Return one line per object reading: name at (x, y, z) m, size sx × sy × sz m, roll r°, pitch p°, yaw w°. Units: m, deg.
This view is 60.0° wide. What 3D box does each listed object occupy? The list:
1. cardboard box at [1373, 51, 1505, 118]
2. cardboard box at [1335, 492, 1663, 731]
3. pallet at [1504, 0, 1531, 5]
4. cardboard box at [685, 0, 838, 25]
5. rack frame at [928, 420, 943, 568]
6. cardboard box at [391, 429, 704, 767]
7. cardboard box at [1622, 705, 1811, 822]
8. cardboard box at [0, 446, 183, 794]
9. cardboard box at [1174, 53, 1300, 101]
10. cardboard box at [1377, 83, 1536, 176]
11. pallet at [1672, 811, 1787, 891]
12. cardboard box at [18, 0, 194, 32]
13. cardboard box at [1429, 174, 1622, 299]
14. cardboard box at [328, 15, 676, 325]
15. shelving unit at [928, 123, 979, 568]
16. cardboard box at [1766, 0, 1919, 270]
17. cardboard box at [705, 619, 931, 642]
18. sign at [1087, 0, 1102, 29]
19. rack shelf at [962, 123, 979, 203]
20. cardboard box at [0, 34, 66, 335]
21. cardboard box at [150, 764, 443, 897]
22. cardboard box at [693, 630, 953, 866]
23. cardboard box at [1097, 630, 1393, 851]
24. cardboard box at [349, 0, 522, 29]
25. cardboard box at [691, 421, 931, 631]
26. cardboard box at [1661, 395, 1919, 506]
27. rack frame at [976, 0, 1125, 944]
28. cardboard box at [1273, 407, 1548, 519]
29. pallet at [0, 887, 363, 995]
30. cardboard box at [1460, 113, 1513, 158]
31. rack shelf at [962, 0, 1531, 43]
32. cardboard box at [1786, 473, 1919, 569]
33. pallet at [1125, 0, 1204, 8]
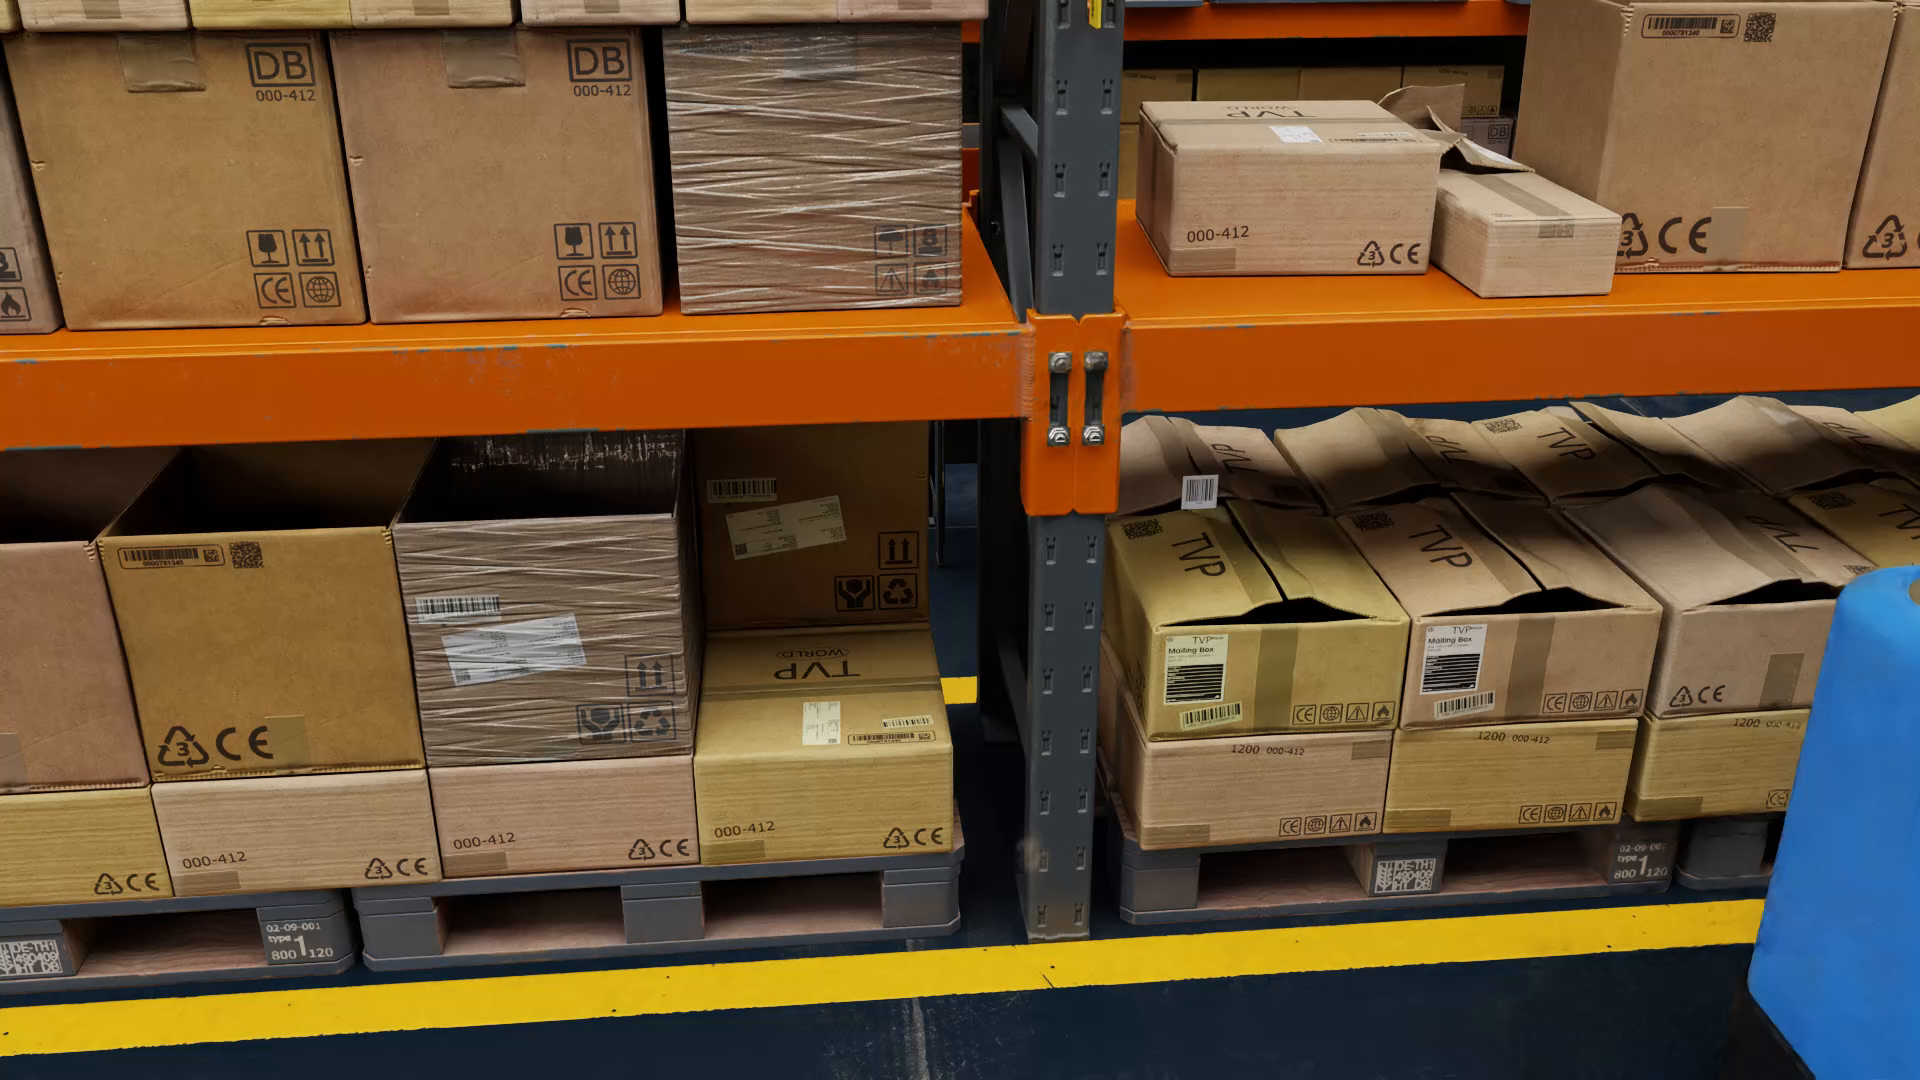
cardboard box at (2.359, -2.266, 8.268) m, size 0.500 × 0.250 × 0.500 m, roll -2°, pitch 24°, yaw -4°
cardboard box at (1.088, 0.125, 3.455) m, size 0.500 × 0.311 × 0.500 m, roll -3°, pitch 24°, yaw -6°
pallet at (2.945, -2.753, 7.986) m, size 1.003 × 0.211 × 1.213 m, roll -2°, pitch 24°, yaw -5°
cardboard box at (-0.342, -0.986, 2.853) m, size 0.250 × 0.149 × 0.380 m, roll -3°, pitch 24°, yaw -6°
rack frame at (-0.078, -0.956, 4.816) m, size 0.015 × 2.100 × 0.400 m, roll -2°, pitch 24°, yaw -5°
cardboard box at (-0.785, 0.094, 3.291) m, size 0.500 × 0.500 × 0.500 m, roll -2°, pitch 24°, yaw -5°
cardboard box at (1.604, 0.357, 3.622) m, size 0.500 × 0.250 × 0.500 m, roll -3°, pitch 24°, yaw -7°
cardboard box at (-1.778, 0.141, 3.184) m, size 0.500 × 0.500 × 0.500 m, roll -2°, pitch 24°, yaw -5°
cardboard box at (1.349, -2.231, 8.189) m, size 0.500 × 0.250 × 0.500 m, roll -3°, pitch 24°, yaw -7°
cardboard box at (1.011, -0.798, 3.518) m, size 0.258 × 0.266 × 0.396 m, roll -3°, pitch 24°, yaw -6°
pallet at (2.100, 0.429, 4.025) m, size 1.213 × 0.211 × 1.003 m, roll -2°, pitch 24°, yaw -5°
cardboard box at (-1.359, -0.945, 2.761) m, size 0.250 × 0.149 × 0.380 m, roll -2°, pitch 24°, yaw -4°
cardboard box at (1.056, -0.588, 3.189) m, size 0.250 × 0.149 × 0.380 m, roll -2°, pitch 24°, yaw -5°
cardboard box at (-0.811, -0.752, 3.125) m, size 0.500 × 0.500 × 0.700 m, roll -3°, pitch 24°, yaw -6°
shelving unit at (0.165, -0.966, 4.838) m, size 0.503 × 2.100 × 0.431 m, roll -2°, pitch 24°, yaw -5°
cardboard box at (1.942, -0.861, 3.371) m, size 0.500 × 0.500 × 0.500 m, roll -2°, pitch 24°, yaw -5°
cardboard box at (-0.337, 0.210, 3.952) m, size 0.500 × 0.250 × 0.500 m, roll -2°, pitch 24°, yaw -5°
sign at (0.210, -0.958, 2.548) m, size 0.005 × 0.325 × 0.100 m, roll -2°, pitch 24°, yaw -5°
rack shelf at (0.165, -0.954, 4.844) m, size 0.480 × 0.518 × 0.431 m, roll -2°, pitch 24°, yaw -5°
cardboard box at (-1.821, -0.712, 3.037) m, size 0.500 × 0.500 × 0.700 m, roll -2°, pitch 24°, yaw -4°
cardboard box at (-1.281, 0.463, 3.383) m, size 0.500 × 0.250 × 0.500 m, roll -2°, pitch 24°, yaw -5°
cardboard box at (-0.286, 0.421, 3.477) m, size 0.500 × 0.250 × 0.500 m, roll -2°, pitch 24°, yaw -5°
cardboard box at (0.580, 0.399, 3.529) m, size 0.500 × 0.250 × 0.500 m, roll -3°, pitch 24°, yaw -6°
cardboard box at (-0.864, -0.963, 2.803) m, size 0.250 × 0.149 × 0.380 m, roll -2°, pitch 24°, yaw -5°
cardboard box at (-0.338, -0.136, 3.808) m, size 0.500 × 0.500 × 0.500 m, roll -2°, pitch 24°, yaw -5°
cardboard box at (2.043, -0.135, 4.038) m, size 0.500 × 0.311 × 0.500 m, roll -3°, pitch 24°, yaw -6°
rack frame at (0.154, -0.750, 3.245) m, size 0.127 × 3.000 × 1.000 m, roll -2°, pitch 24°, yaw -5°
cardboard box at (1.046, -0.097, 3.953) m, size 0.500 × 0.311 × 0.500 m, roll -2°, pitch 24°, yaw -4°
pallet at (-1.859, 0.589, 3.665) m, size 1.213 × 0.211 × 1.003 m, roll -2°, pitch 24°, yaw -5°
cardboard box at (2.408, -1.947, 8.474) m, size 0.500 × 0.500 × 0.700 m, roll -2°, pitch 24°, yaw -5°
rack shelf at (1.654, -2.503, 8.075) m, size 4.000 × 0.370 × 1.077 m, roll -2°, pitch 24°, yaw -5°
cardboard box at (2.119, 0.081, 3.554) m, size 0.500 × 0.311 × 0.500 m, roll -2°, pitch 24°, yaw -4°
pallet at (0.438, -2.636, 7.724) m, size 1.213 × 0.211 × 1.003 m, roll -2°, pitch 24°, yaw -5°
